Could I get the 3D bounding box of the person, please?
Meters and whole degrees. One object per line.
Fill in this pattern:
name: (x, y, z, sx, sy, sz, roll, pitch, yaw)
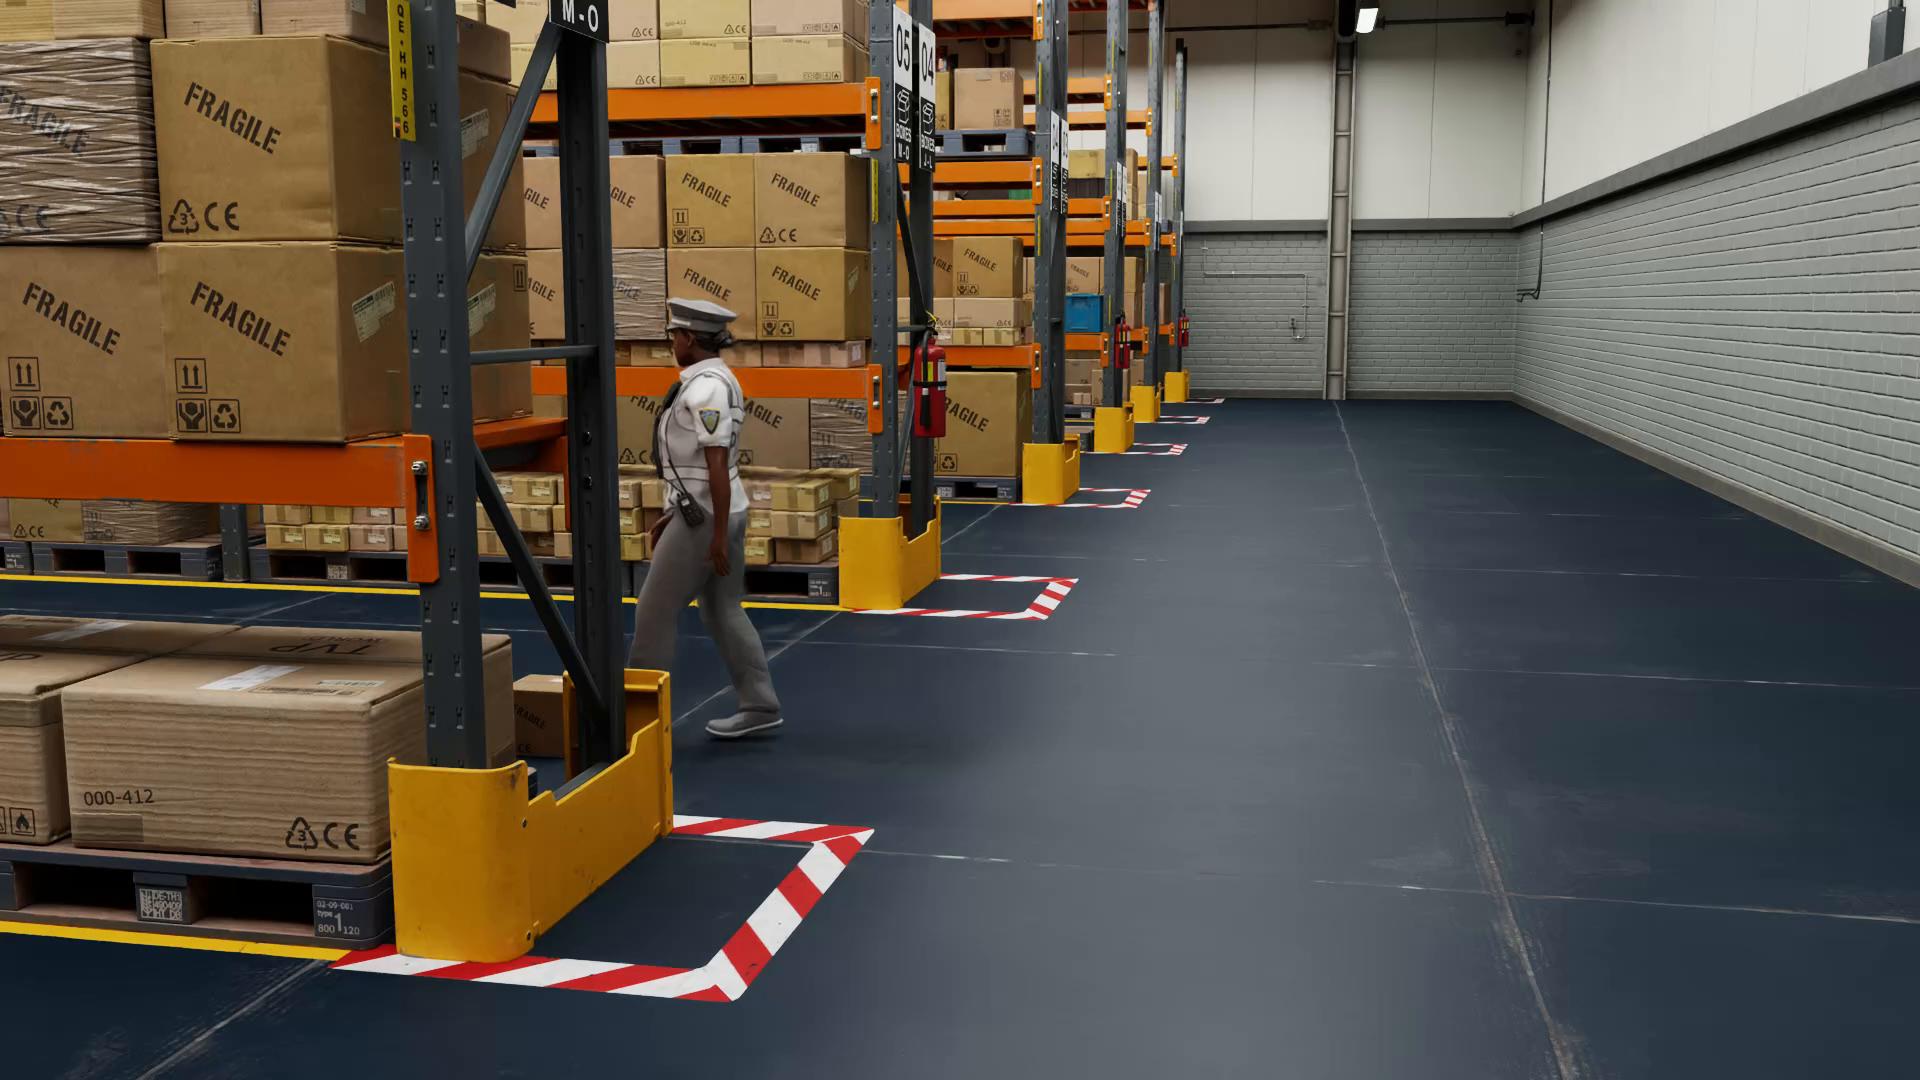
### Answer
person: (-1.060, -0.065, 6.188, 0.764, 1.662, 0.494, 0, 8, 0)
